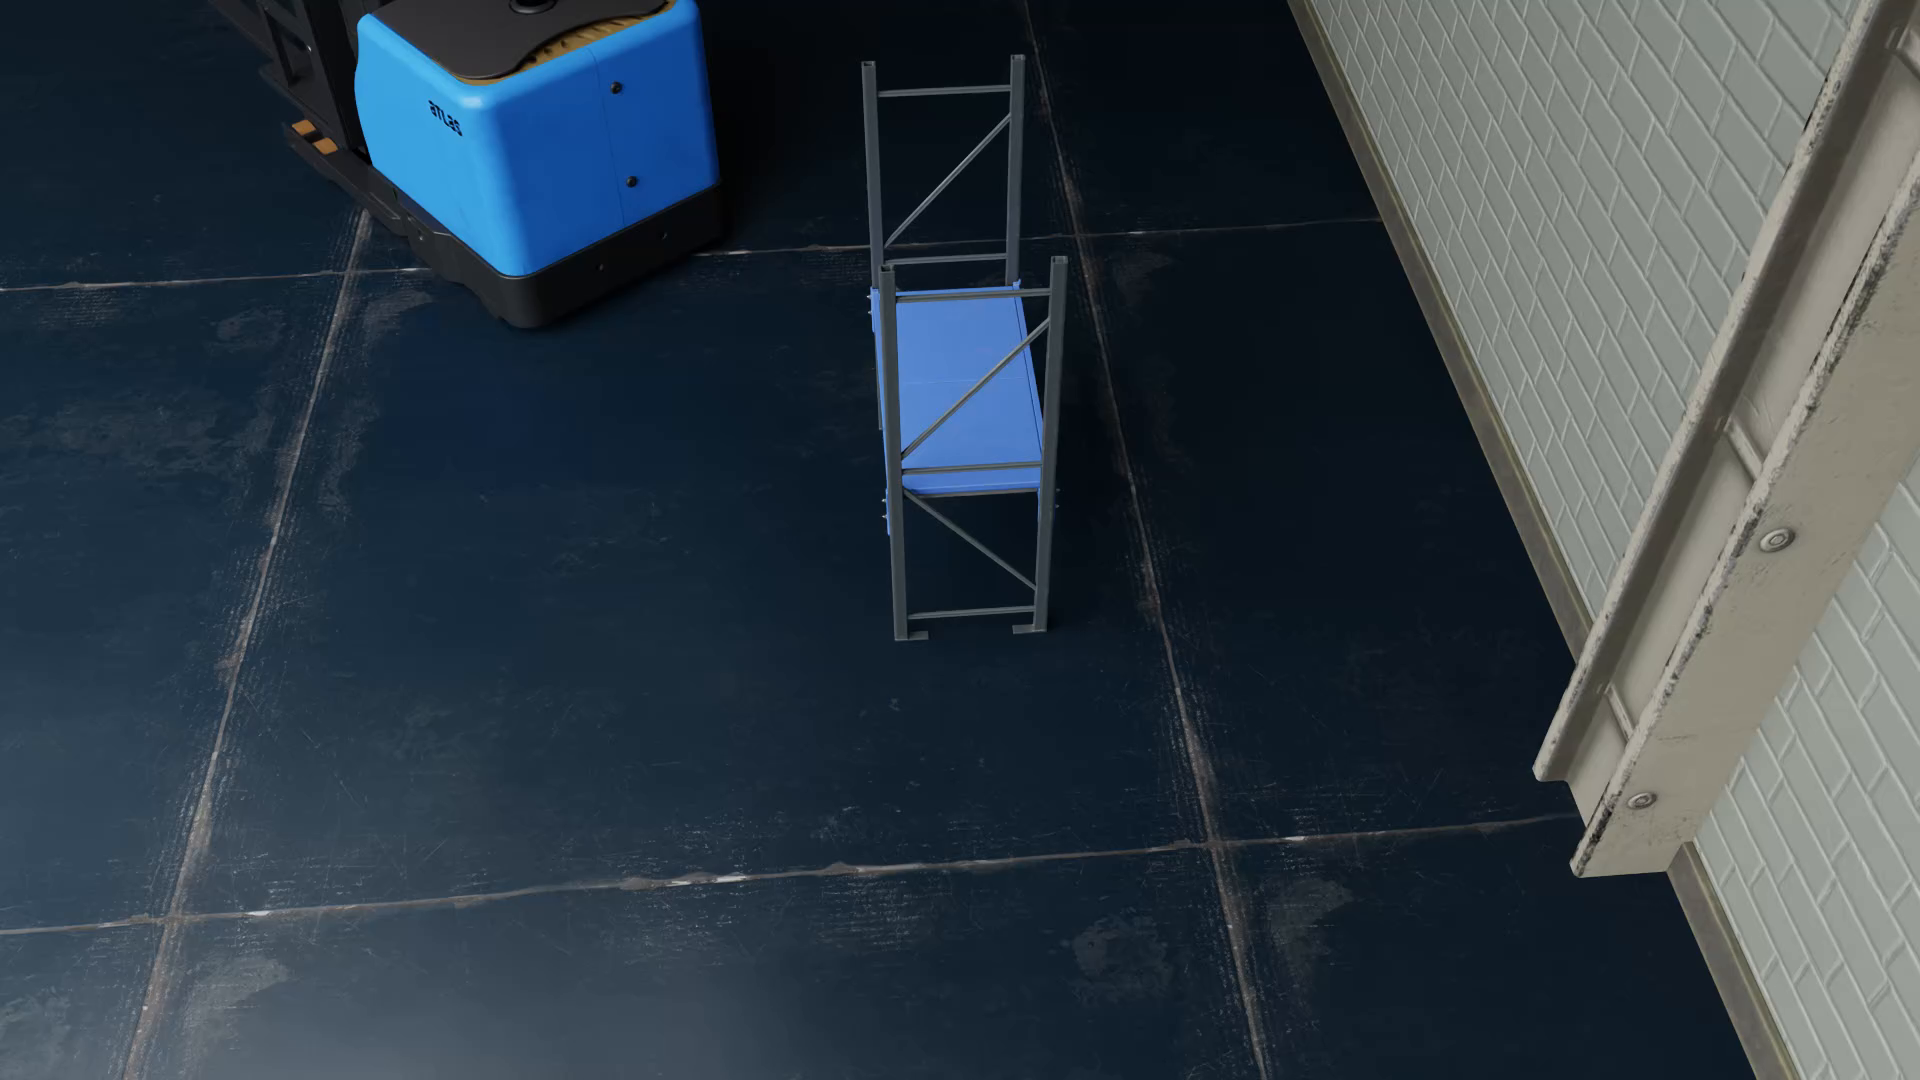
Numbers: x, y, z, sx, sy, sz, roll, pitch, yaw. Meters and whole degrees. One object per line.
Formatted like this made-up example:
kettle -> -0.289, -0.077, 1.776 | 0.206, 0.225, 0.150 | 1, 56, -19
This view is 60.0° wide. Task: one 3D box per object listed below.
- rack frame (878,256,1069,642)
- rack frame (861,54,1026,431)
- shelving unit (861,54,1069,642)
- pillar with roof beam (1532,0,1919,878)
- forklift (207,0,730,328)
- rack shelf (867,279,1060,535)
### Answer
rack frame -> 0.035, -0.210, 4.916 | 0.500, 1.500, 0.032 | -3, 47, -3
rack frame -> -0.050, -0.945, 5.612 | 0.500, 1.500, 0.032 | -3, 47, -3
shelving unit -> -0.007, -0.577, 5.264 | 0.538, 1.500, 1.048 | -3, 47, -3
pillar with roof beam -> -2.368, -2.007, 1.452 | 9.100, 9.000, 0.400 | -3, 47, -3
forklift -> -2.319, -2.810, 6.393 | 1.130, 2.935, 3.031 | -34, 55, -28
rack shelf -> -0.007, -0.454, 5.395 | 0.538, 0.185, 1.000 | -3, 47, -3
